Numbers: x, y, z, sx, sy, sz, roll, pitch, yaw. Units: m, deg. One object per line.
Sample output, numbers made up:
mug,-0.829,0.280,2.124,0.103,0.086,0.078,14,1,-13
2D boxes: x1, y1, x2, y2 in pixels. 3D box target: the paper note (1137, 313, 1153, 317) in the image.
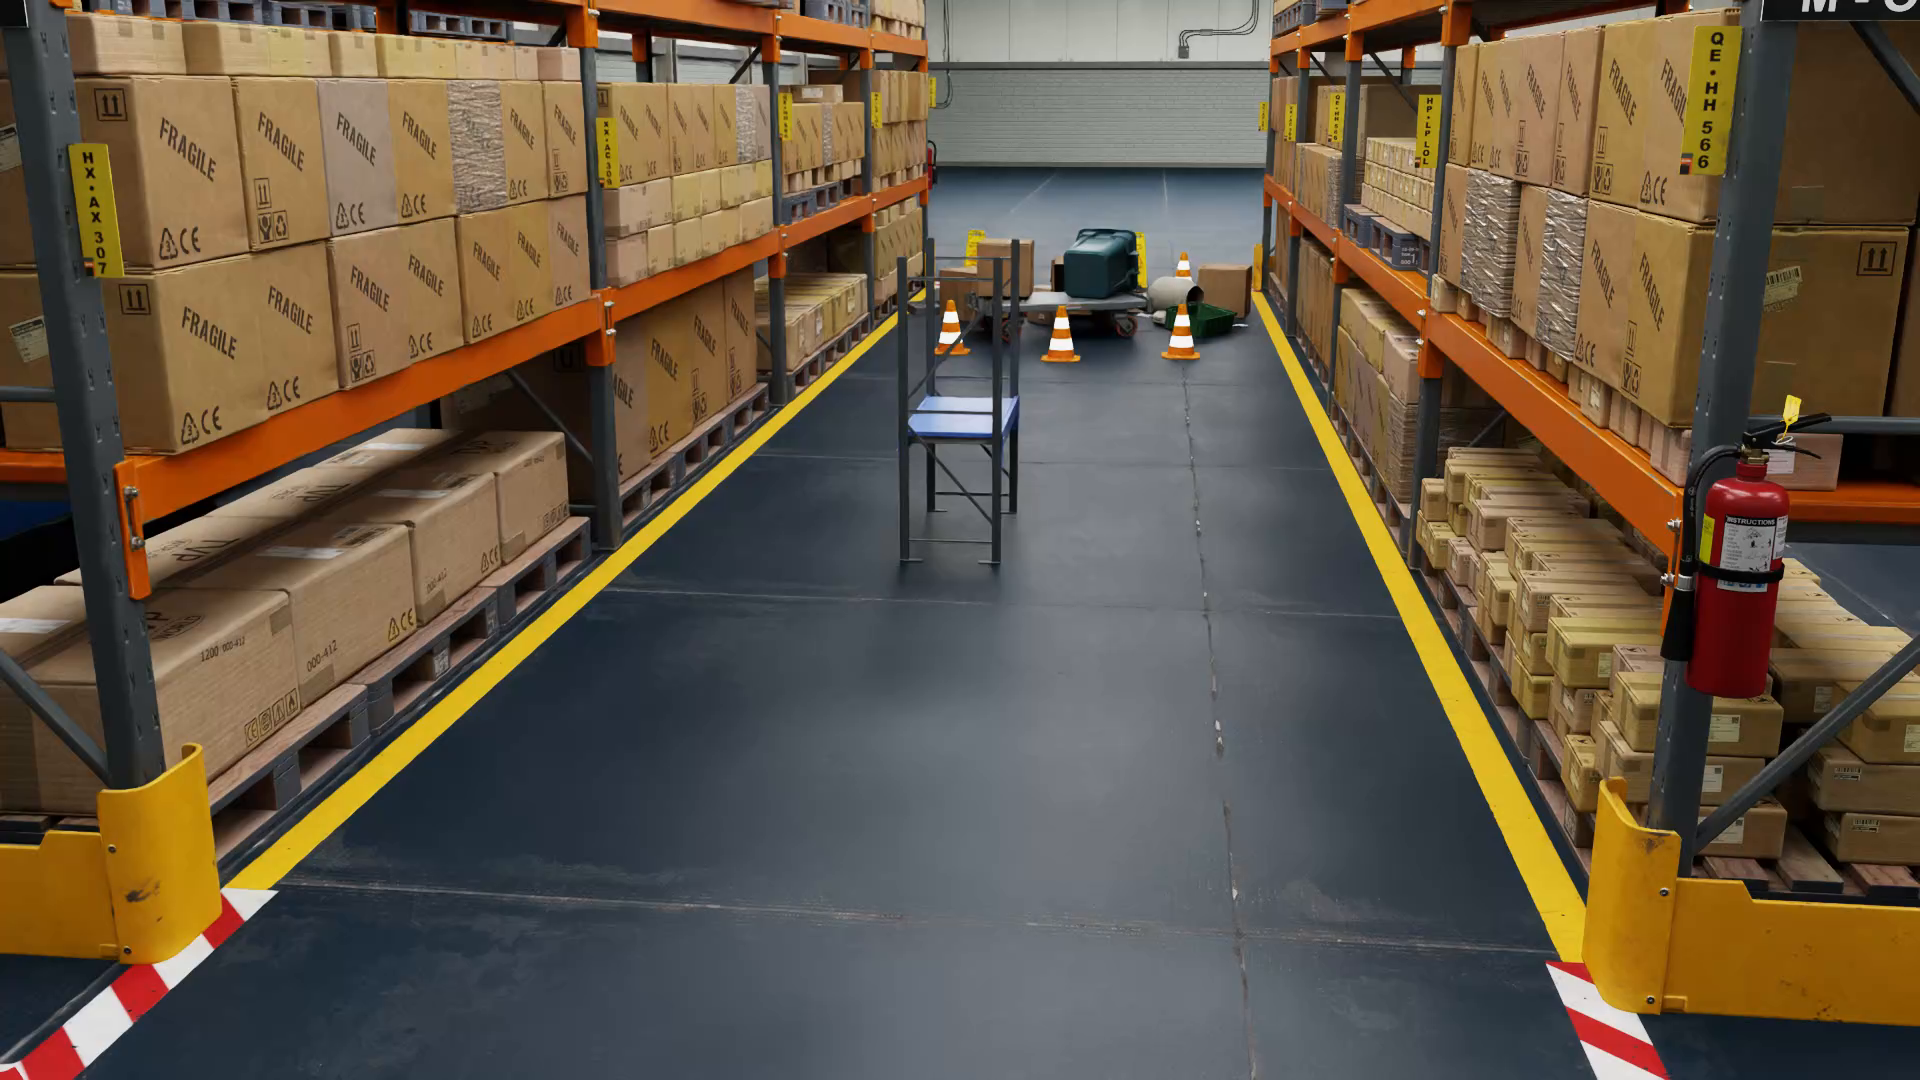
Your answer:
paper note,1.930,-2.338,17.264,0.172,0.023,0.155,7,17,25

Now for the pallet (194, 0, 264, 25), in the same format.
pallet,-6.607,-4.422,13.883,1.003,0.211,1.213,2,15,9

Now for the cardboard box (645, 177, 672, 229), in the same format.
cardboard box,-1.876,-1.824,8.992,0.500,0.250,0.500,2,15,7

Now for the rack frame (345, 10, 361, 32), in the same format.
rack frame,-6.267,-3.634,16.353,1.000,3.000,0.127,2,15,6

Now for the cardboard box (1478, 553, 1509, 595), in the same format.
cardboard box,2.224,0.157,6.421,0.380,0.149,0.250,2,15,6

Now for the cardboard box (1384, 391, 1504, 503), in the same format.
cardboard box,2.526,-0.489,8.709,0.500,0.500,0.500,1,15,5

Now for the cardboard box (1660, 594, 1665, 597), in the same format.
cardboard box,2.644,0.303,5.882,0.380,0.149,0.250,2,15,9

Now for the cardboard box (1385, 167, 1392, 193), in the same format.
cardboard box,2.778,-2.167,10.037,0.380,0.149,0.250,2,15,6

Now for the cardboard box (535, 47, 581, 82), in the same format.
cardboard box,-1.956,-2.168,7.585,0.380,0.149,0.250,1,15,5

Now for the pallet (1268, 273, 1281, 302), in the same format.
pallet,4.034,-2.850,18.799,1.003,0.211,1.213,2,15,6

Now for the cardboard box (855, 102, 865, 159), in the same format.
cardboard box,-1.158,-3.756,15.241,0.500,0.500,0.500,1,15,5

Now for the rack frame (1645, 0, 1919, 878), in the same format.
rack frame,2.241,-0.256,3.864,1.000,3.000,0.127,2,15,6

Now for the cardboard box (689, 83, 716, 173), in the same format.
cardboard box,-1.761,-2.447,9.858,0.500,0.500,0.500,1,15,5

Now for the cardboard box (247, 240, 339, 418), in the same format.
cardboard box,-2.320,-0.672,5.211,0.500,0.500,0.500,1,15,5

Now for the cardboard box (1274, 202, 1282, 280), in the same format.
cardboard box,4.036,-3.405,18.776,0.875,0.875,0.875,2,15,7

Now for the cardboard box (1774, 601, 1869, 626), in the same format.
cardboard box,2.651,0.301,5.321,0.380,0.149,0.250,1,15,4

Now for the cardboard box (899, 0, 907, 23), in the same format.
cardboard box,-0.839,-5.508,17.257,0.500,0.250,0.500,2,15,7

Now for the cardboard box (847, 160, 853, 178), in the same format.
cardboard box,-1.159,-3.292,14.768,0.380,0.149,0.250,1,15,5

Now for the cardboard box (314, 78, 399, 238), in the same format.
cardboard box,-2.250,-1.291,5.583,0.500,0.500,0.500,2,15,6

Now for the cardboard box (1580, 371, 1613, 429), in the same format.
cardboard box,2.082,-0.424,4.964,0.380,0.149,0.250,2,15,8

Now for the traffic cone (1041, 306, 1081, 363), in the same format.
traffic cone,0.878,-1.796,14.418,0.336,0.463,0.334,2,15,6

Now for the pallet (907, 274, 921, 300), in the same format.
pallet,-1.018,-2.950,19.169,1.003,0.211,1.213,2,15,6

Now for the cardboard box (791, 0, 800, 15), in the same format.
cardboard box,-1.642,-4.345,13.041,0.797,0.503,0.637,2,15,6

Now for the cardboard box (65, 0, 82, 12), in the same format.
cardboard box,-6.535,-3.831,11.626,0.500,0.250,0.500,1,15,4

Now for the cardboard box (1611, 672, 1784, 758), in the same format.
cardboard box,2.049,0.485,4.639,0.380,0.149,0.250,2,15,7

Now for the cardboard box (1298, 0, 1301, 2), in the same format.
cardboard box,3.319,-5.050,15.332,0.380,0.149,0.250,2,15,6

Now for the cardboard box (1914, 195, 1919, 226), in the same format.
cardboard box,2.556,-1.040,4.083,0.500,0.500,0.500,2,15,6

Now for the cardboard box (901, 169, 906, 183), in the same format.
cardboard box,-0.787,-3.967,18.069,0.380,0.149,0.250,2,15,6

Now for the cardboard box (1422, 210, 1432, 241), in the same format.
cardboard box,2.600,-1.616,8.569,0.380,0.149,0.250,2,15,6

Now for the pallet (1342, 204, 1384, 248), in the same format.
pallet,3.170,-2.051,10.867,1.213,0.211,1.003,2,15,6

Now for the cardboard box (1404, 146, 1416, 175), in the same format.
cardboard box,2.692,-2.110,9.257,0.380,0.149,0.250,1,15,4

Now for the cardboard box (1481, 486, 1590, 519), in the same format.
cardboard box,2.372,-0.119,6.874,0.380,0.149,0.250,1,15,5

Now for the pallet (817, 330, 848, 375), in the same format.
pallet,-1.556,-1.623,14.260,1.003,0.211,1.213,2,15,6

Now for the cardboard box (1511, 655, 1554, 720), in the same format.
cardboard box,2.119,0.506,5.700,0.380,0.149,0.250,1,15,4

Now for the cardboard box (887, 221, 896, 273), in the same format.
cardboard box,-0.951,-3.010,17.074,0.500,0.500,0.500,2,15,9

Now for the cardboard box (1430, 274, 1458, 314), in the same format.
cardboard box,2.336,-1.109,7.497,0.380,0.149,0.250,2,15,8

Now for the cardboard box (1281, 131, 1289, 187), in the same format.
cardboard box,3.803,-3.958,17.264,0.875,0.550,0.500,2,15,6

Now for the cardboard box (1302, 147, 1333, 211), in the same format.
cardboard box,3.153,-3.028,13.922,0.500,0.500,0.500,2,15,6

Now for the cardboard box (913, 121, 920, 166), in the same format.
cardboard box,-0.732,-4.439,18.571,0.500,0.500,0.500,2,15,6

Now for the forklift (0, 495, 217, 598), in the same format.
forklift,-4.682,-1.476,8.504,1.130,2.935,3.031,2,15,6

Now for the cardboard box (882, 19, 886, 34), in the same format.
cardboard box,-0.943,-5.155,16.715,0.380,0.149,0.250,1,15,5

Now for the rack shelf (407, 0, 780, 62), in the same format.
rack shelf,-2.011,-3.033,9.764,1.077,0.370,4.000,2,15,6

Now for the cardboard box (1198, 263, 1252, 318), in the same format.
cardboard box,2.751,-2.596,17.301,0.500,0.500,0.500,4,16,16

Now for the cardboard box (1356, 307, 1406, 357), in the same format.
cardboard box,2.700,-1.258,10.116,0.500,0.250,0.500,2,15,7

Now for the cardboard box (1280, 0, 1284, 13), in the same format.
cardboard box,3.576,-5.643,17.521,0.380,0.149,0.250,2,15,6

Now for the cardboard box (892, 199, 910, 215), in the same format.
cardboard box,-0.752,-3.630,18.125,0.380,0.149,0.250,2,15,9

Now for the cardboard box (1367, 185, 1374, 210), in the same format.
cardboard box,2.863,-2.233,10.851,0.380,0.149,0.250,2,15,9

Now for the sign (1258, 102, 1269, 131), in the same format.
sign,3.496,-4.880,19.153,0.100,0.325,0.005,2,15,6

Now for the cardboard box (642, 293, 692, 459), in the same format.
cardboard box,-2.152,-0.988,9.836,0.875,0.875,0.875,2,15,8

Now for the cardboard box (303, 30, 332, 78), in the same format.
cardboard box,-2.282,-1.577,5.396,0.380,0.149,0.250,2,15,7

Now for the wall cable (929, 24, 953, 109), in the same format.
wall cable,-1.758,-14.420,50.699,3.097,2.526,0.112,2,15,6

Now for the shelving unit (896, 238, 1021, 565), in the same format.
shelving unit,0.010,-0.746,8.548,0.538,1.500,1.048,2,15,6

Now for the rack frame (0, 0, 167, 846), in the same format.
rack frame,-2.688,-0.376,4.306,1.000,3.000,0.127,2,15,6

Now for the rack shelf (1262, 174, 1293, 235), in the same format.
rack shelf,3.821,-3.540,17.386,1.077,0.370,4.000,2,15,6
